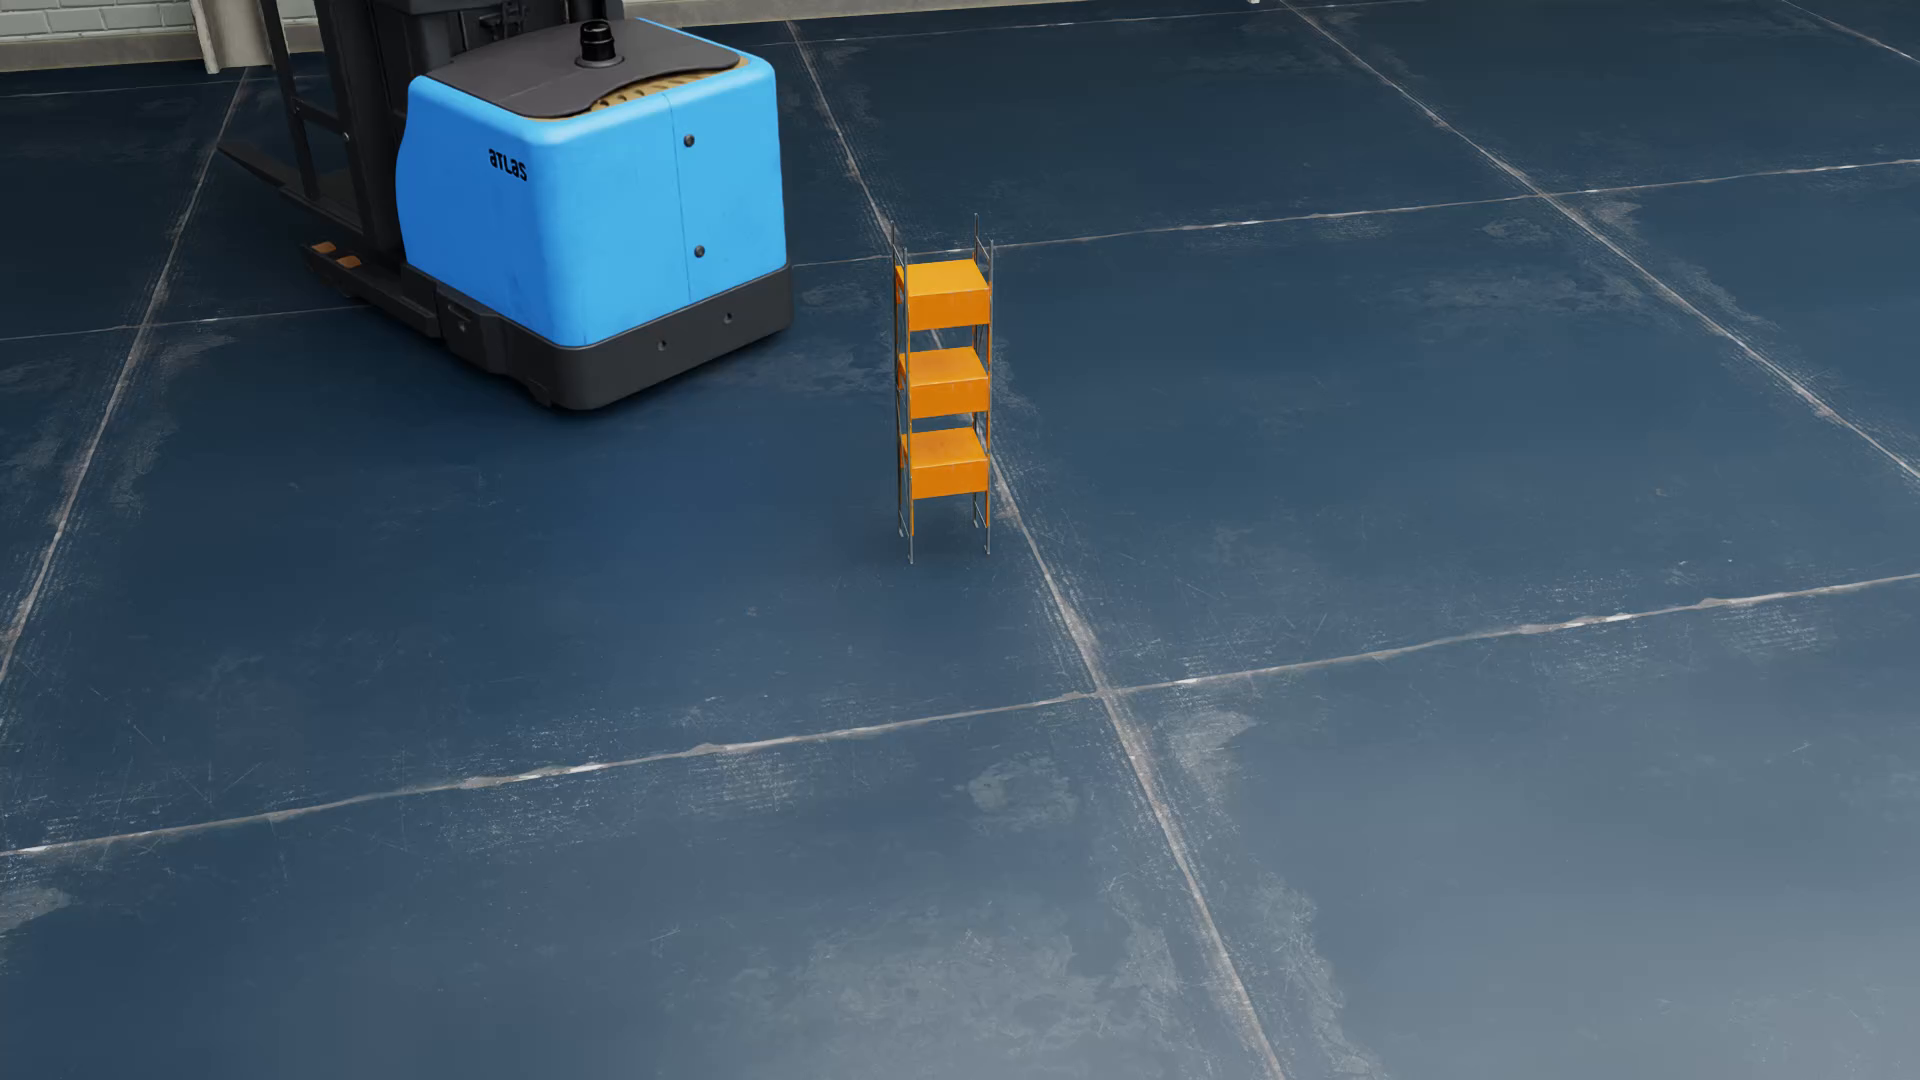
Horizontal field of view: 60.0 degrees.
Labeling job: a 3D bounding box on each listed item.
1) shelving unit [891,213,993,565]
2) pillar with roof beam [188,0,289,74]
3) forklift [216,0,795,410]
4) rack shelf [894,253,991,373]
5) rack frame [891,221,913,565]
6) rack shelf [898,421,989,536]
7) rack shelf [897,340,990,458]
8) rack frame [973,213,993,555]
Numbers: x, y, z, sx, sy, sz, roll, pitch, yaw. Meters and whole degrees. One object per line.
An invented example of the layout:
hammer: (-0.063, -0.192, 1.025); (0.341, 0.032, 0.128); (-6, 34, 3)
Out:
shelving unit: (-0.052, -0.429, 4.948); (0.252, 1.050, 0.215); (-7, 35, -11)
pillar with roof beam: (-2.975, -4.034, 3.185); (0.400, 9.000, 9.100); (-7, 35, -11)
forklift: (-2.047, -2.379, 6.165); (3.031, 2.935, 1.130); (28, 43, 35)
rack shelf: (-0.052, -0.656, 4.795); (0.240, 0.259, 0.215); (-7, 35, -11)
rack frame: (-0.171, -0.414, 4.925); (0.008, 1.050, 0.200); (-7, 35, -11)
rack shelf: (-0.052, -0.190, 5.108); (0.240, 0.259, 0.215); (-7, 35, -11)
rack shelf: (-0.052, -0.421, 4.954); (0.240, 0.259, 0.215); (-7, 35, -11)
rack frame: (0.067, -0.444, 4.970); (0.008, 1.050, 0.200); (-7, 35, -11)
